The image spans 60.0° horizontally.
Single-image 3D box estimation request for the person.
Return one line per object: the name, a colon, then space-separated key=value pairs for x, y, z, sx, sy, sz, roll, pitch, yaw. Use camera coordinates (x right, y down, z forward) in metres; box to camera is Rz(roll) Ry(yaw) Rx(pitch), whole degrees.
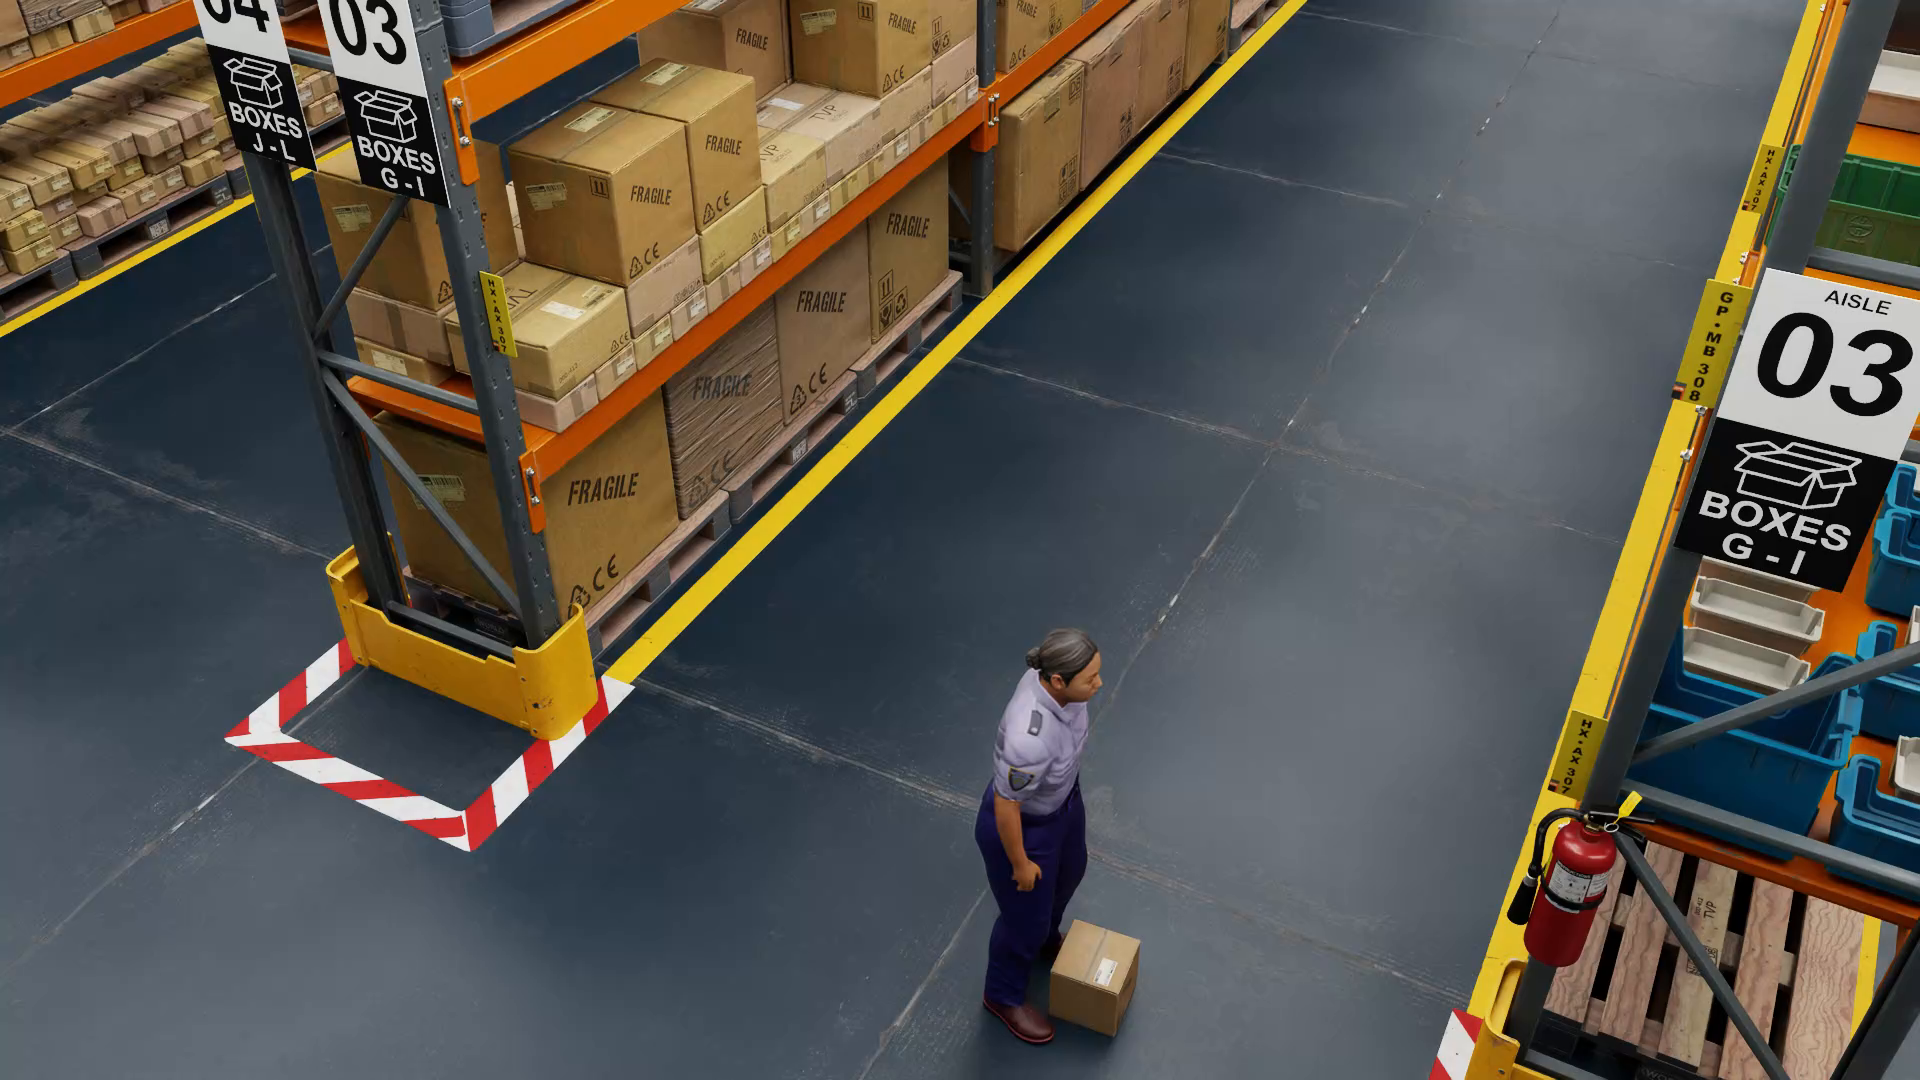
person: x=0.263 y=0.939 z=5.561 sx=0.375 sy=1.651 sz=0.560 roll=15 pitch=41 yaw=19
